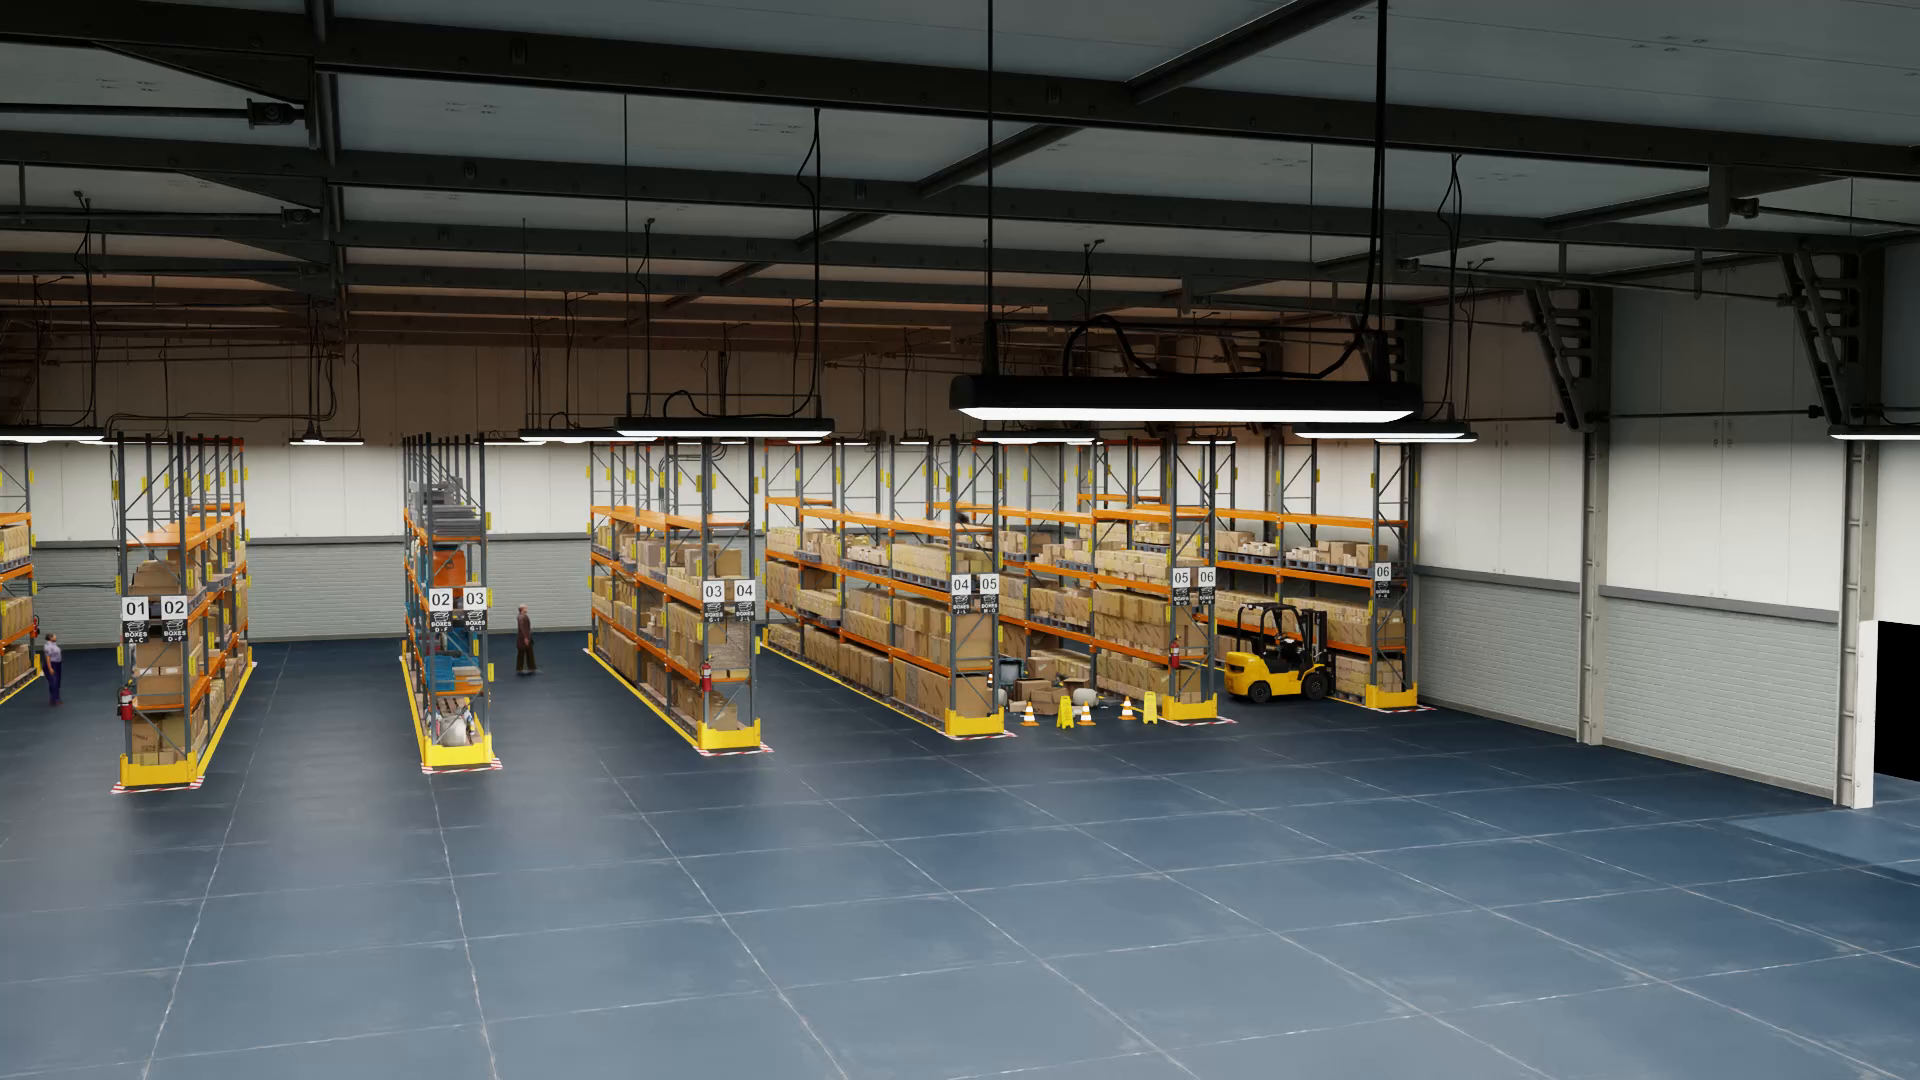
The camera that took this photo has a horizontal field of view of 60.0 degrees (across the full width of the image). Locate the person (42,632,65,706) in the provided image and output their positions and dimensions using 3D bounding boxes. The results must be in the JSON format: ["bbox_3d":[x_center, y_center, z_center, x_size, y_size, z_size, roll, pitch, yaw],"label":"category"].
[{"bbox_3d":[-20.111,2.876,37.041,0.562,1.652,0.481,0,3,6],"label":"person"}]

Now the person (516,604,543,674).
[{"bbox_3d":[-10.982,2.514,42.141,0.644,1.789,0.598,1,3,11],"label":"person"}]

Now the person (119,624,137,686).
[{"bbox_3d":[-20.026,2.613,40.119,0.443,1.795,0.599,1,3,17],"label":"person"}]
